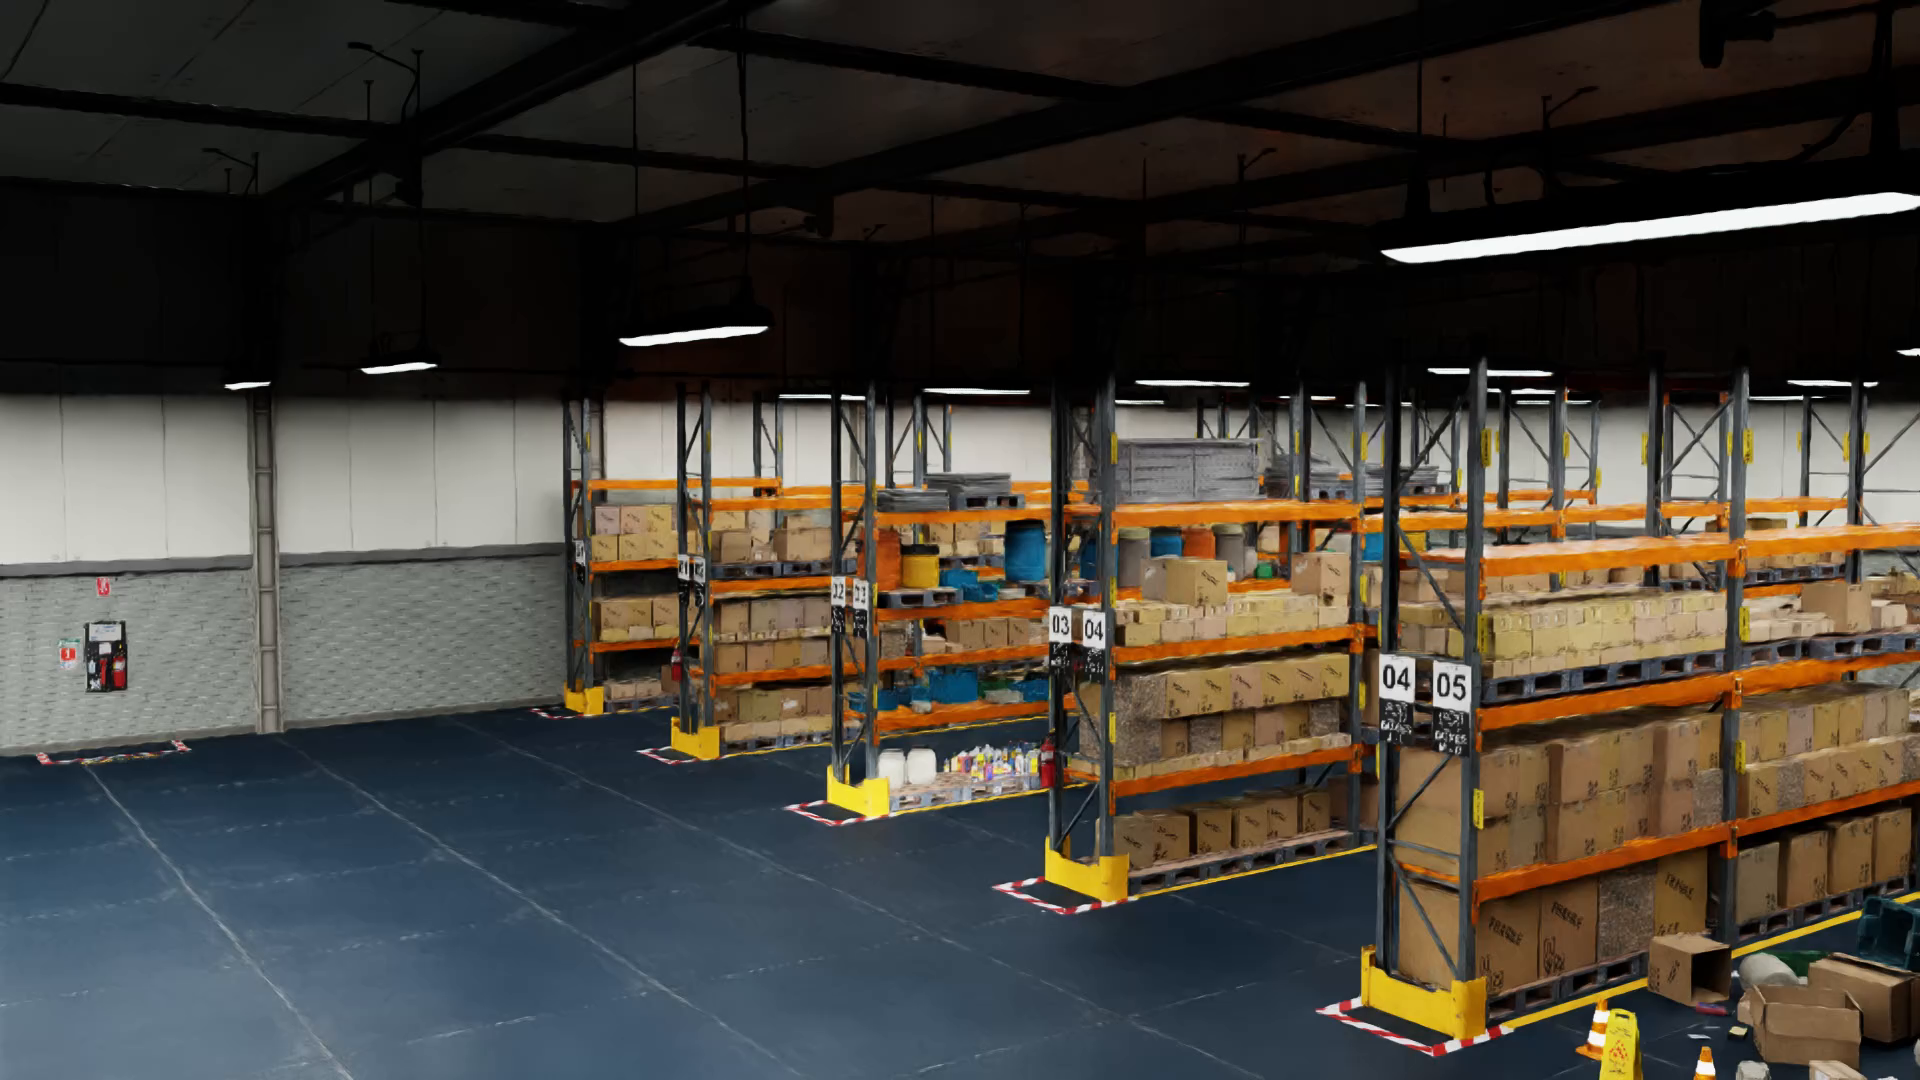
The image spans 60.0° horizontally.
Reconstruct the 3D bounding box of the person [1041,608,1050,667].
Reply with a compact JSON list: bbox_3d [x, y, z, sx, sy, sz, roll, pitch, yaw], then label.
[{"bbox_3d":[1.890,2.089,35.177,1.097,1.585,0.449,-3,5,-36],"label":"person"}]

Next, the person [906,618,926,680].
[{"bbox_3d":[-0.833,2.196,33.497,0.659,1.645,0.618,-3,5,-43],"label":"person"}]
